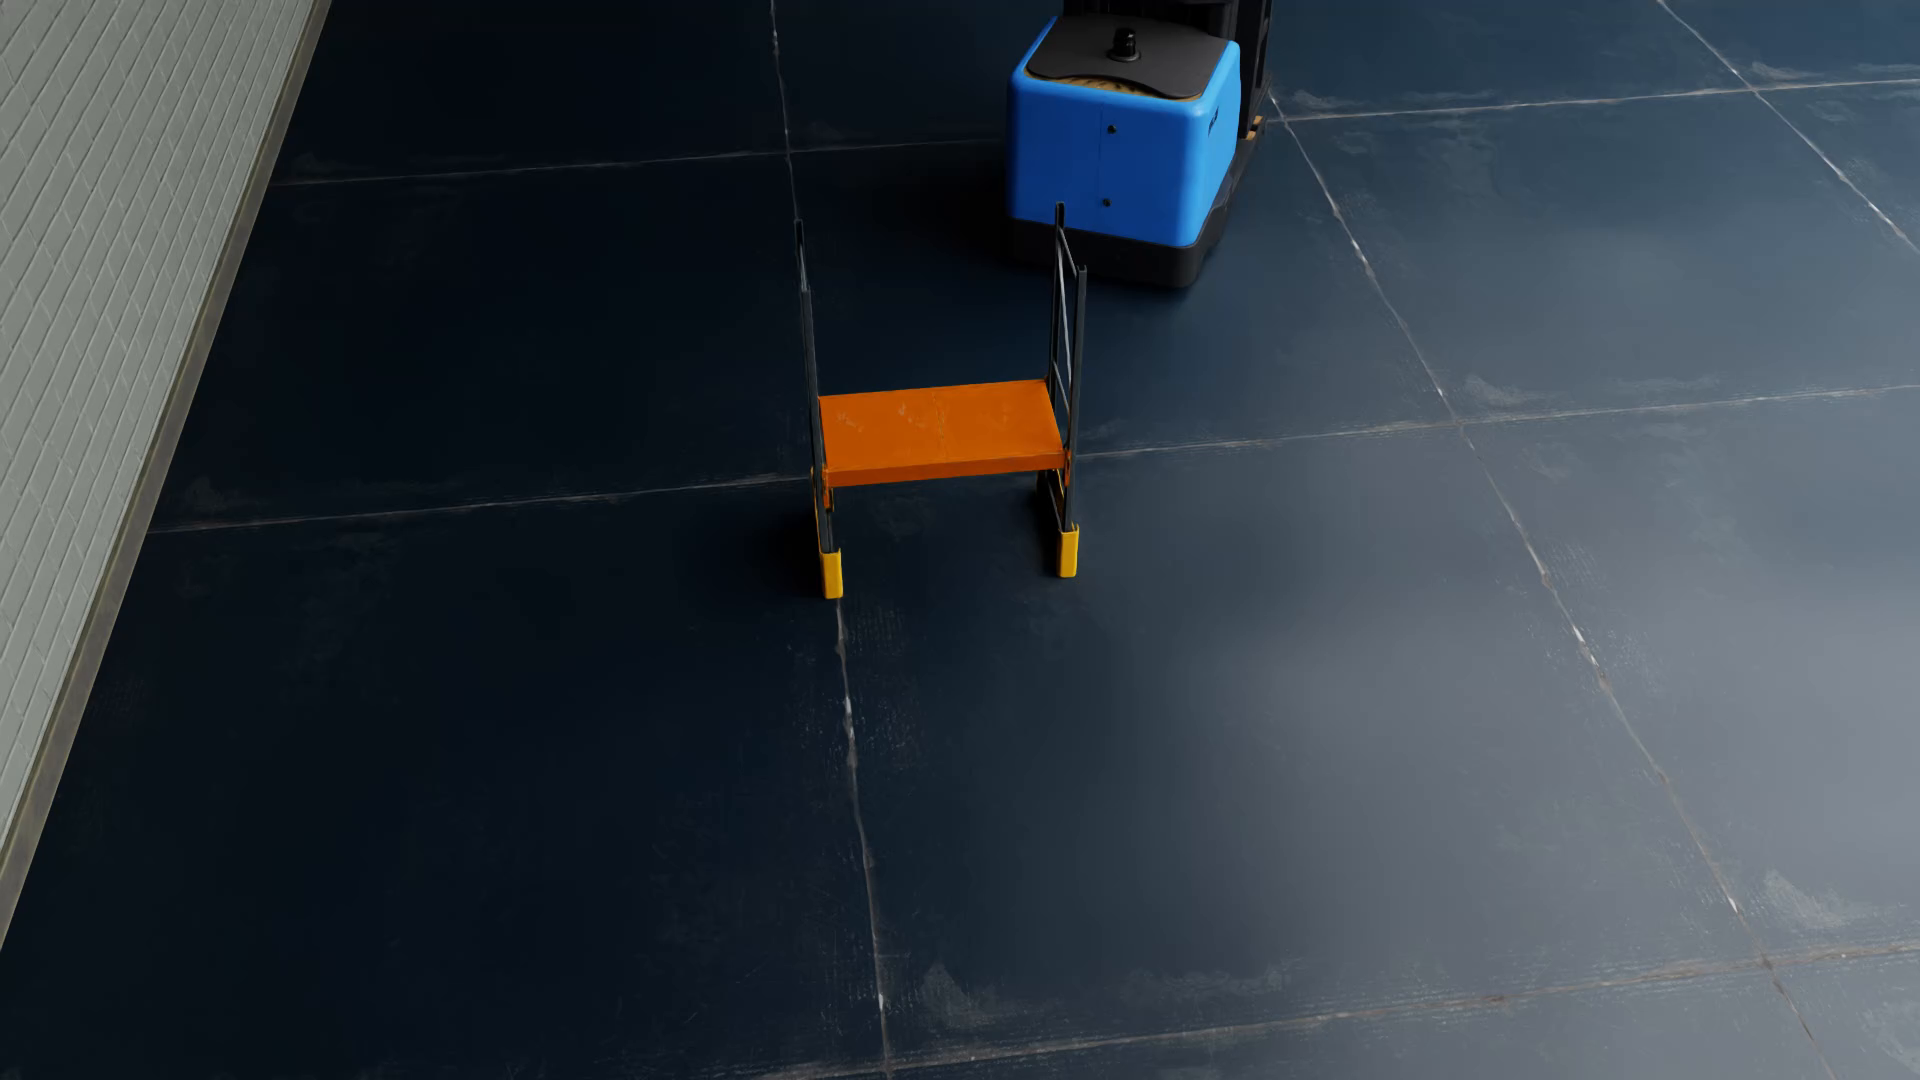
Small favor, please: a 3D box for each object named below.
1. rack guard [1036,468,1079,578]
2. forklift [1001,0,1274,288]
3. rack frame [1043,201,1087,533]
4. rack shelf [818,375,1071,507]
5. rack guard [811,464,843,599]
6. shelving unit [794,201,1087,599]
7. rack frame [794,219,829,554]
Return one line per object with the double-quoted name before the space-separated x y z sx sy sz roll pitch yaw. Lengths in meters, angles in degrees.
"rack guard" 0.418 -0.129 7.207 0.087 0.250 0.587 -5 42 -6
"forklift" 1.176 -3.389 8.819 1.130 2.935 3.031 13 44 14
"rack frame" 0.419 -0.594 6.788 0.032 1.500 0.500 -5 42 -6
"rack shelf" -0.085 -0.416 6.860 1.000 0.185 0.538 -5 42 -6
"rack guard" -0.569 -0.043 7.111 0.087 0.250 0.587 -5 42 -6
"shelving unit" -0.076 -0.550 6.740 1.083 1.500 0.587 -5 42 -6
"rack frame" -0.589 -0.505 6.691 0.032 1.500 0.500 -5 42 -6
